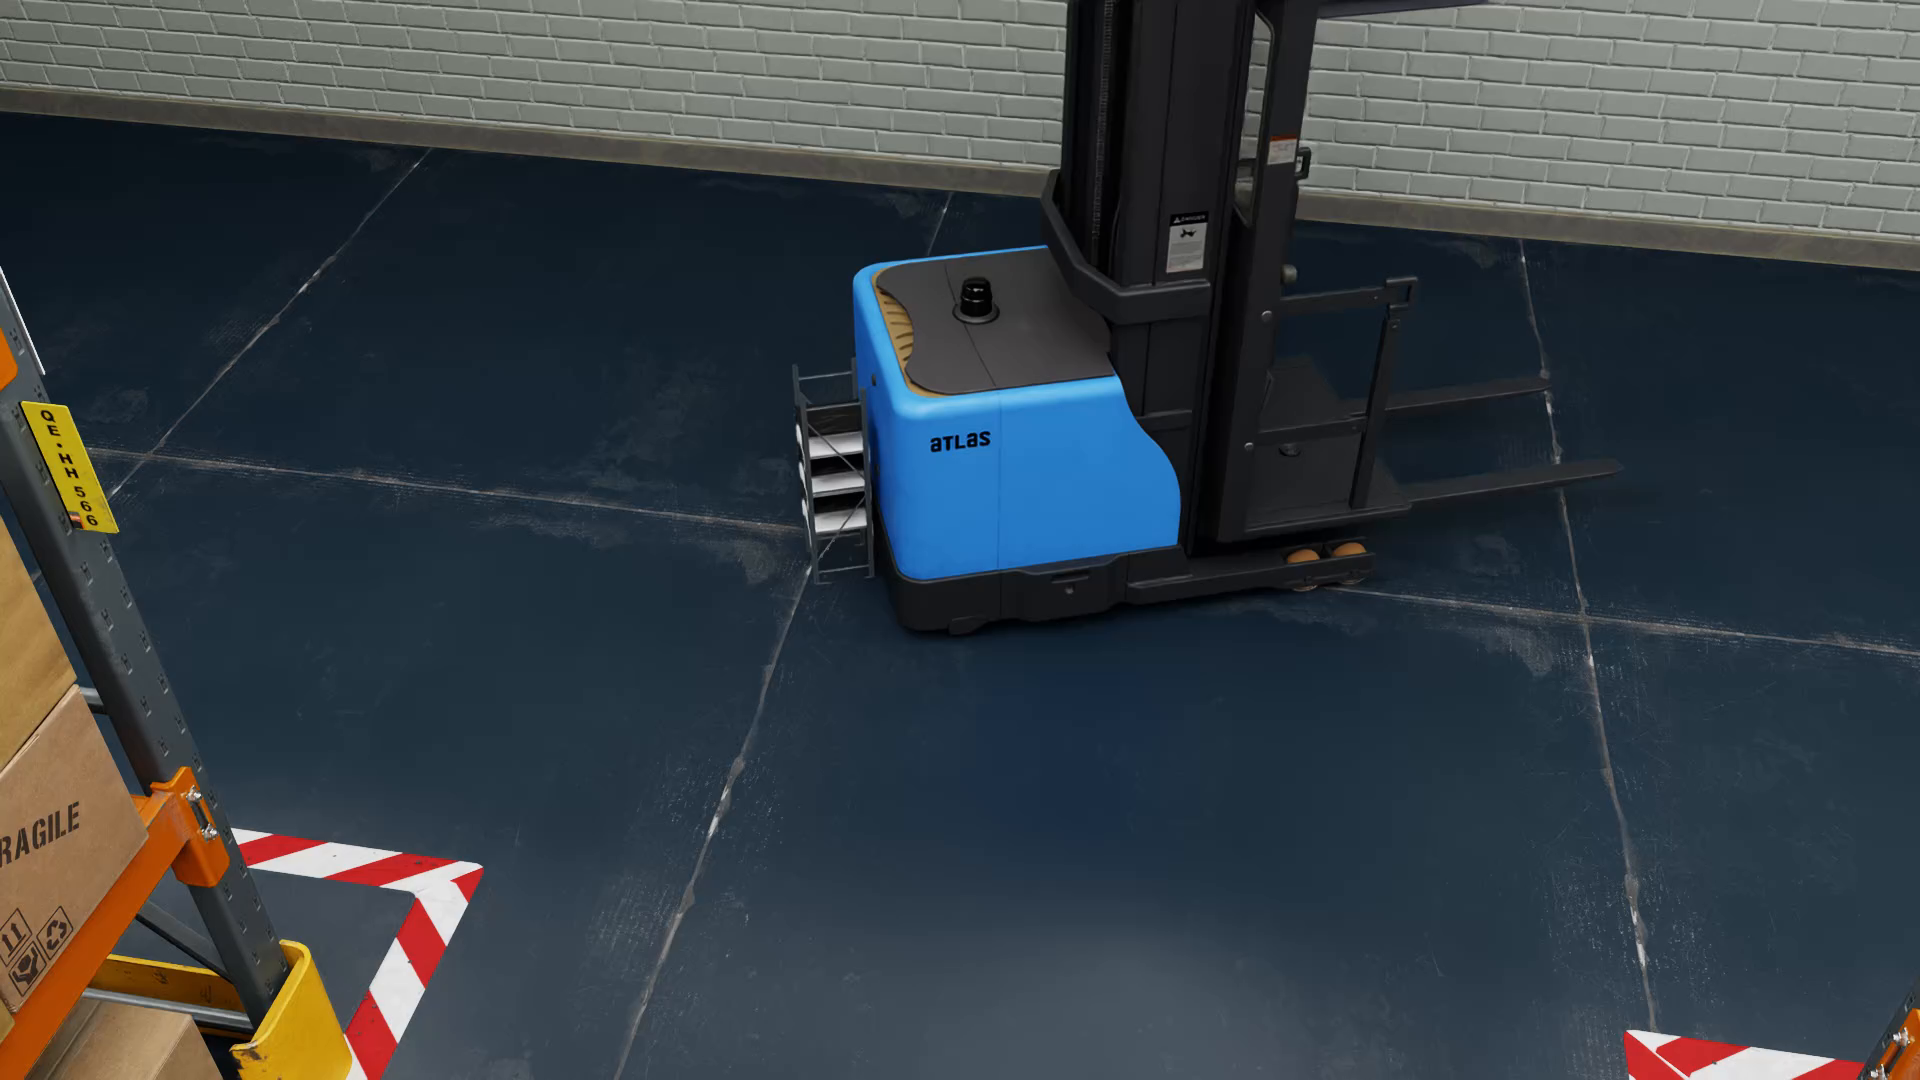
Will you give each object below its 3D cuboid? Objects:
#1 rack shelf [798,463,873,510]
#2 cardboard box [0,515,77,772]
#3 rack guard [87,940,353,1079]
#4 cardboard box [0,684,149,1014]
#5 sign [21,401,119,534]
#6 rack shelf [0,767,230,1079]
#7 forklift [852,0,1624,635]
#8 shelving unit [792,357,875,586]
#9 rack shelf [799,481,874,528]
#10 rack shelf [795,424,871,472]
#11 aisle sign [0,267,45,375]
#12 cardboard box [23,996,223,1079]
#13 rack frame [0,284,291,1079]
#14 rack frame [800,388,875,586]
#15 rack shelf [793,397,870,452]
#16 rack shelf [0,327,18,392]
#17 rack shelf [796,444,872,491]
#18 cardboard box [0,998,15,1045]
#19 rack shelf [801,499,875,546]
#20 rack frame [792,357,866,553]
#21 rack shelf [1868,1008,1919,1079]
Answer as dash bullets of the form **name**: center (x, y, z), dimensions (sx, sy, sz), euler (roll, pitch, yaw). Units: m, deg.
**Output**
- **rack shelf**: center (-0.478, -0.223, 6.365), dimensions (0.258, 0.077, 0.200), euler (-8, 40, -9)
- **cardboard box**: center (-2.175, 0.235, 3.249), dimensions (0.500, 0.500, 0.500), euler (6, 40, 7)
- **rack guard**: center (-2.382, 1.360, 4.713), dimensions (1.175, 0.500, 0.348), euler (6, 40, 8)
- **cardboard box**: center (-2.178, 0.622, 3.566), dimensions (0.500, 0.500, 0.500), euler (8, 40, 9)
- **sign**: center (-1.825, -0.145, 3.415), dimensions (0.100, 0.325, 0.005), euler (6, 40, 8)
- **rack shelf**: center (-2.714, 1.881, 2.685), dimensions (1.077, 0.370, 4.000), euler (6, 40, 8)
- **forklift**: center (1.149, -1.250, 5.962), dimensions (3.031, 2.935, 1.130), euler (-8, 40, -9)
- **shelving unit**: center (-0.478, -0.249, 6.344), dimensions (0.258, 0.900, 0.210), euler (-8, 40, -9)
- **rack shelf**: center (-0.478, -0.154, 6.423), dimensions (0.258, 0.077, 0.200), euler (-8, 40, -9)
- **rack shelf**: center (-0.478, -0.362, 6.251), dimensions (0.258, 0.077, 0.200), euler (-8, 40, -9)
- **aisle sign**: center (-2.055, -0.662, 3.156), dimensions (0.394, 0.787, 0.004), euler (6, 40, 8)
- **cardboard box**: center (-2.220, 1.511, 4.184), dimensions (0.500, 0.500, 0.500), euler (6, 40, 8)
- **rack frame**: center (-2.368, 0.349, 3.974), dimensions (1.000, 3.000, 0.127), euler (6, 40, 8)
- **rack frame**: center (-0.457, -0.185, 6.267), dimensions (0.240, 0.900, 0.006), euler (-8, 40, -9)
- **rack shelf**: center (-0.479, -0.431, 6.193), dimensions (0.258, 0.077, 0.200), euler (-8, 40, -9)
- **rack shelf**: center (-2.714, 0.725, 1.729), dimensions (1.077, 0.370, 4.000), euler (6, 40, 8)
- **rack shelf**: center (-0.478, -0.292, 6.308), dimensions (0.258, 0.077, 0.200), euler (-8, 40, -9)
- **cardboard box**: center (-2.264, 0.948, 3.171), dimensions (0.500, 0.500, 0.500), euler (7, 40, 8)
- **rack shelf**: center (-0.478, -0.084, 6.480), dimensions (0.258, 0.077, 0.200), euler (-8, 40, -9)
- **rack frame**: center (-0.500, -0.312, 6.421), dimensions (0.240, 0.900, 0.006), euler (-8, 40, -9)
- **rack shelf**: center (2.164, 2.430, 2.021), dimensions (1.077, 0.370, 4.000), euler (6, 40, 8)
